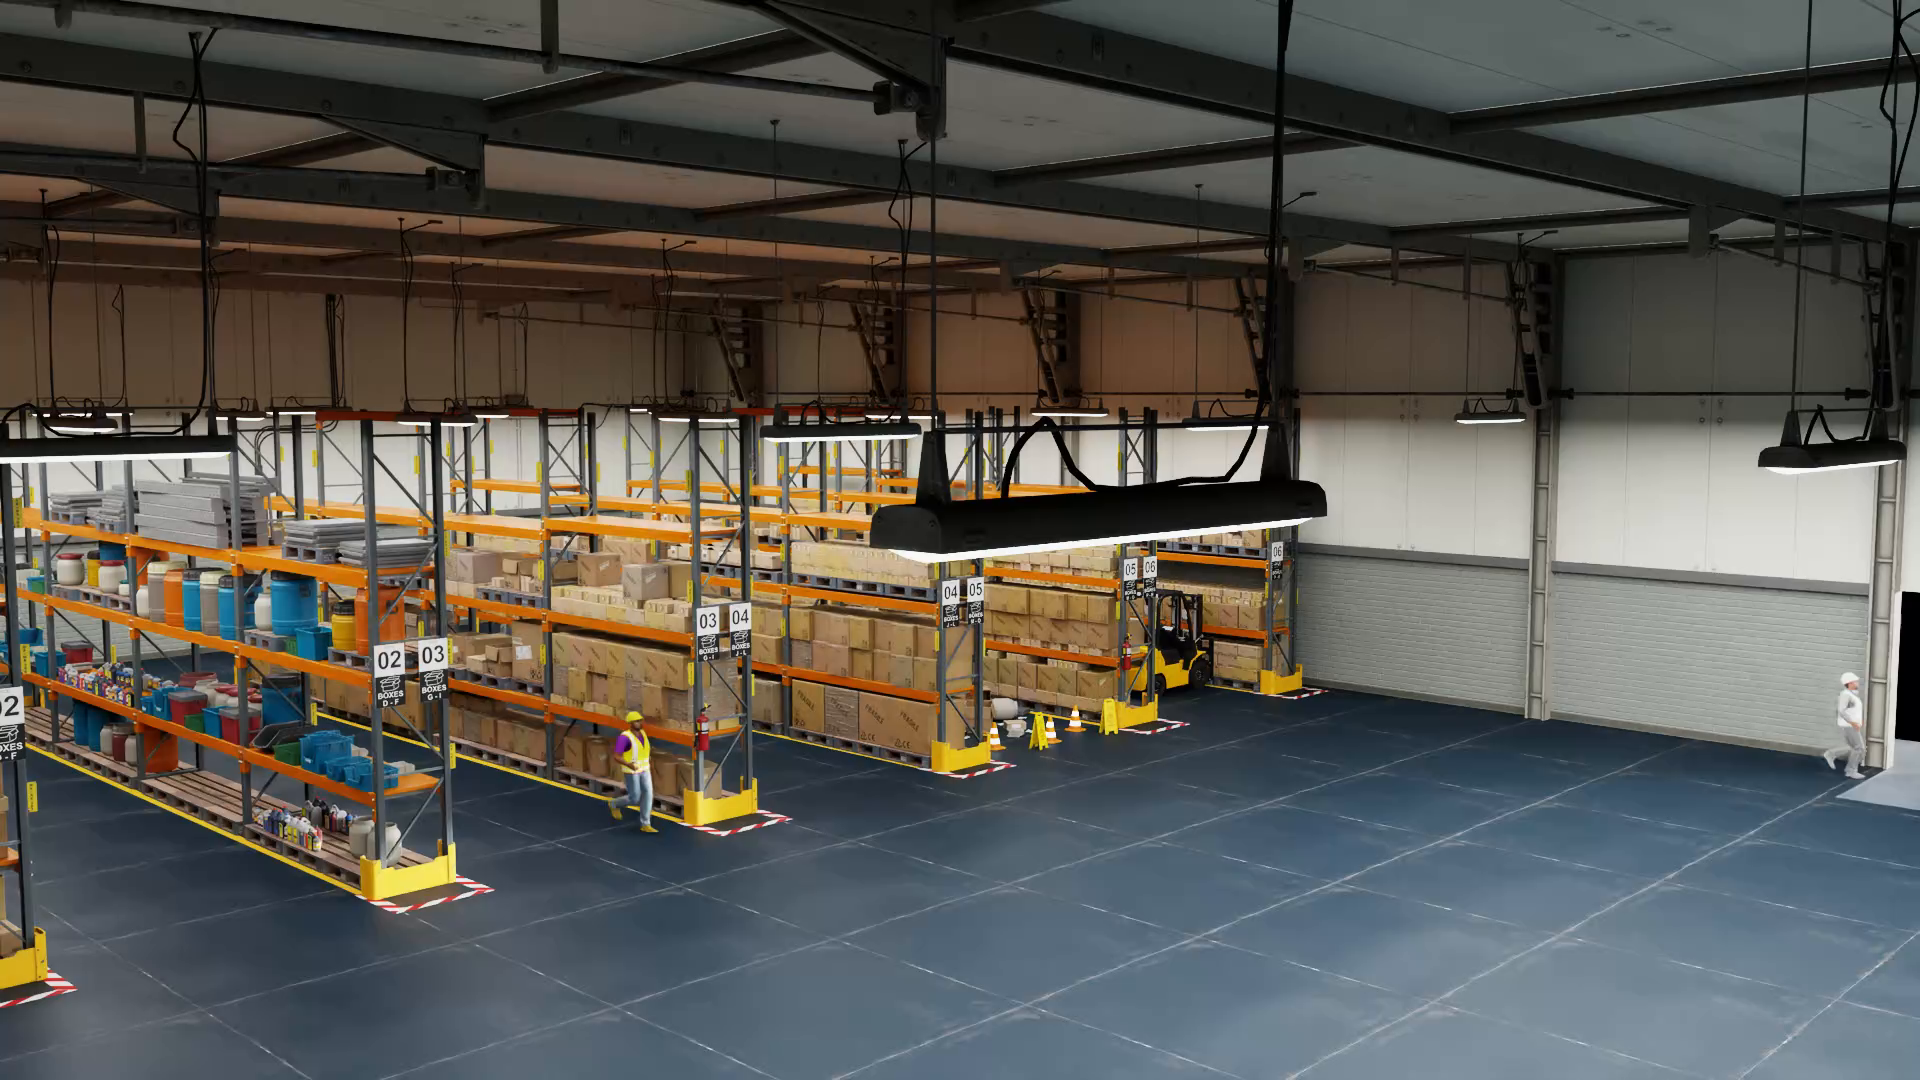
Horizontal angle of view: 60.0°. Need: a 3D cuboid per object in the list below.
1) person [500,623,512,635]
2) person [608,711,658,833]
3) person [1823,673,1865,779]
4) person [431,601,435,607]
[{"bbox_3d":[-11.229,1.786,41.492,0.810,1.815,0.686,-4,6,-39],"label":"person"},{"bbox_3d":[-4.710,3.341,24.033,0.868,1.751,0.697,3,6,34],"label":"person"},{"bbox_3d":[14.610,3.044,27.425,0.643,1.734,0.666,3,6,31],"label":"person"},{"bbox_3d":[-11.729,2.199,37.046,0.587,1.682,0.772,-5,7,-43],"label":"person"}]
